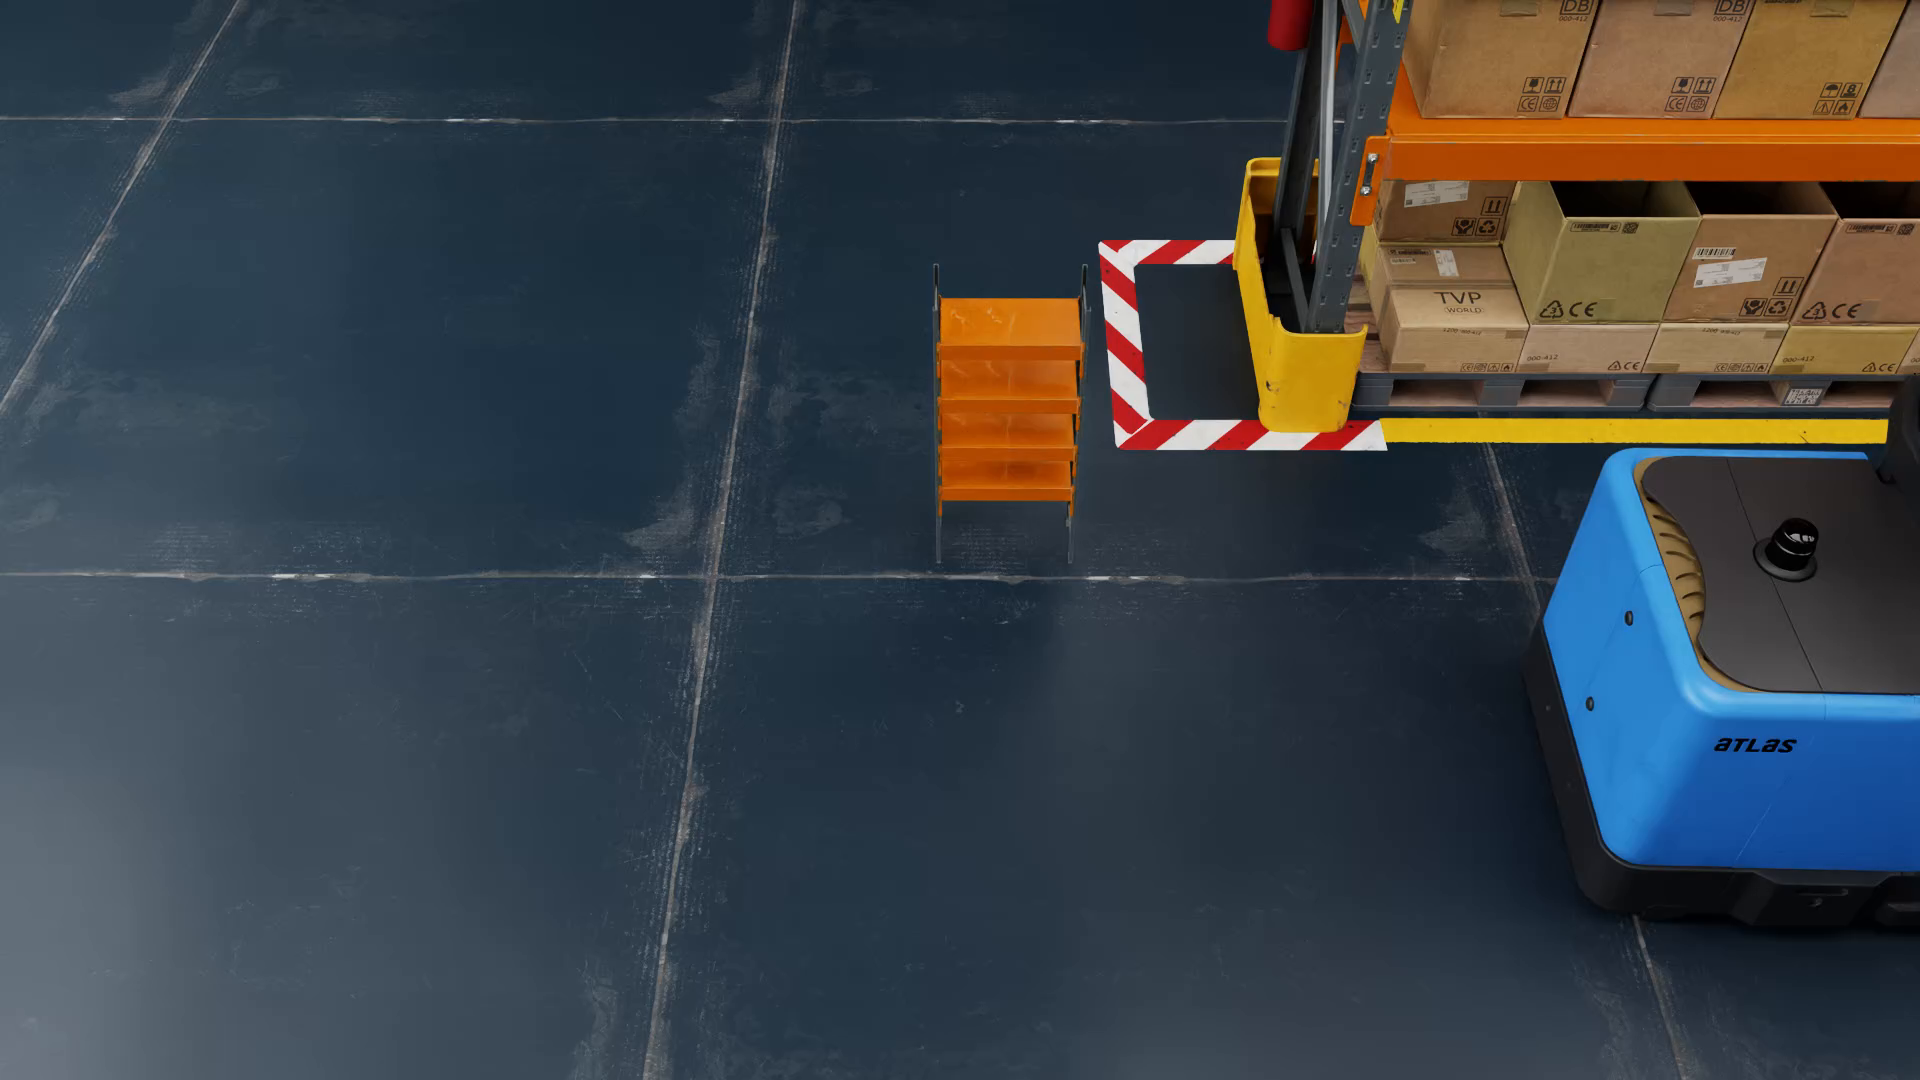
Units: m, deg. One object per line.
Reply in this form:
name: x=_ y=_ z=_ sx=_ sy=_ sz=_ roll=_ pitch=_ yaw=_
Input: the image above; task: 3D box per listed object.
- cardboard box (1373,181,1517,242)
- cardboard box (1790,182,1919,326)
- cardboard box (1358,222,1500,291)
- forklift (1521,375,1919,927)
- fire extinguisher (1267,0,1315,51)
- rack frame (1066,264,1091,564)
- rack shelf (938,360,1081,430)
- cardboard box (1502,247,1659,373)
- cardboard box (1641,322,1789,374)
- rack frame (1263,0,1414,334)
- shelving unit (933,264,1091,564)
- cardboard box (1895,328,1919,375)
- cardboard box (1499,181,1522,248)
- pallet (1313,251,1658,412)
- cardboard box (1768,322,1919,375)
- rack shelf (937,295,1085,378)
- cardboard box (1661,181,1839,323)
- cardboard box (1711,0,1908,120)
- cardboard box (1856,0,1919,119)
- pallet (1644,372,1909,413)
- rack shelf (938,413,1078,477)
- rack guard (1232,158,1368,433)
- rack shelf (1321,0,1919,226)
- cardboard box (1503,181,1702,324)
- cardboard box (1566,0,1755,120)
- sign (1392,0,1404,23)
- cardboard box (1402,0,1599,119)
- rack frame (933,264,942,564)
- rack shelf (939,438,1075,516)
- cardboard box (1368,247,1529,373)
cardboard box: x=1.945 y=-1.559 z=6.731 sx=0.500 sy=0.500 sz=0.500 roll=0 pitch=47 yaw=0
cardboard box: x=3.443 y=-1.172 z=6.371 sx=0.500 sy=0.500 sz=0.500 roll=0 pitch=47 yaw=0
cardboard box: x=1.945 y=-1.302 z=7.004 sx=0.500 sy=0.250 sz=0.500 roll=0 pitch=47 yaw=0
forklift: x=3.441 y=-0.168 z=4.404 sx=3.031 sy=2.935 sz=1.130 roll=1 pitch=47 yaw=1
fire extinguisher: x=1.291 y=-2.194 z=6.296 sx=0.183 sy=0.674 sz=0.296 roll=0 pitch=47 yaw=0
rack frame: x=0.410 y=-0.408 z=5.810 sx=0.015 sy=1.200 sz=0.240 roll=0 pitch=47 yaw=0
rack shelf: x=0.166 y=-0.515 z=5.696 sx=0.480 sy=0.148 sz=0.258 roll=0 pitch=47 yaw=0
cardboard box: x=2.443 y=-0.924 z=6.652 sx=0.500 sy=0.250 sz=0.500 roll=0 pitch=47 yaw=0
cardboard box: x=2.943 y=-0.922 z=6.651 sx=0.500 sy=0.250 sz=0.500 roll=0 pitch=47 yaw=0
rack frame: x=1.407 y=-1.880 z=5.951 sx=0.127 sy=3.000 sz=1.000 roll=0 pitch=47 yaw=0
shelving unit: x=0.166 y=-0.408 z=5.810 sx=0.503 sy=1.200 sz=0.258 roll=0 pitch=47 yaw=0
cardboard box: x=3.943 y=-0.916 z=6.645 sx=0.500 sy=0.250 sz=0.500 roll=0 pitch=47 yaw=0
cardboard box: x=2.445 y=-1.309 z=7.011 sx=0.500 sy=0.250 sz=0.500 roll=0 pitch=47 yaw=0
pallet: x=2.172 y=-0.959 z=6.998 sx=1.213 sy=0.211 sz=1.003 roll=0 pitch=47 yaw=0
cardboard box: x=3.443 y=-0.917 z=6.646 sx=0.500 sy=0.250 sz=0.500 roll=0 pitch=47 yaw=0
rack shelf: x=0.166 y=-0.676 z=5.523 sx=0.480 sy=0.148 sz=0.258 roll=0 pitch=47 yaw=0
cardboard box: x=2.943 y=-1.186 z=6.384 sx=0.500 sy=0.500 sz=0.500 roll=0 pitch=47 yaw=0
cardboard box: x=2.896 y=-1.900 z=5.901 sx=0.500 sy=0.500 sz=0.700 roll=0 pitch=47 yaw=0
cardboard box: x=3.422 y=-1.902 z=5.903 sx=0.500 sy=0.500 sz=0.700 roll=1 pitch=47 yaw=1
pallet: x=3.389 y=-0.954 z=6.993 sx=1.213 sy=0.211 sz=1.003 roll=0 pitch=47 yaw=0
rack shelf: x=0.166 y=-0.362 z=5.860 sx=0.480 sy=0.148 sz=0.258 roll=0 pitch=47 yaw=0
rack guard: x=1.383 y=-1.029 z=6.866 sx=0.348 sy=0.500 sz=1.175 roll=0 pitch=47 yaw=0
rack shelf: x=3.407 y=-1.630 z=6.209 sx=4.000 sy=0.370 sz=1.077 roll=0 pitch=47 yaw=0
cardboard box: x=2.443 y=-1.178 z=6.376 sx=0.500 sy=0.500 sz=0.500 roll=0 pitch=47 yaw=0
cardboard box: x=2.399 y=-1.906 z=5.907 sx=0.500 sy=0.500 sz=0.700 roll=1 pitch=47 yaw=1
sign: x=1.399 y=-1.796 z=5.227 sx=0.005 sy=0.325 sz=0.100 roll=0 pitch=47 yaw=0
cardboard box: x=1.874 y=-1.904 z=5.905 sx=0.500 sy=0.500 sz=0.700 roll=0 pitch=47 yaw=0
rack frame: x=-0.078 y=-0.409 z=5.811 sx=0.015 sy=1.200 sz=0.240 roll=0 pitch=47 yaw=0
rack shelf: x=0.166 y=-0.227 z=6.005 sx=0.480 sy=0.148 sz=0.258 roll=0 pitch=47 yaw=0
cardboard box: x=1.943 y=-0.922 z=6.651 sx=0.500 sy=0.250 sz=0.500 roll=0 pitch=47 yaw=0
